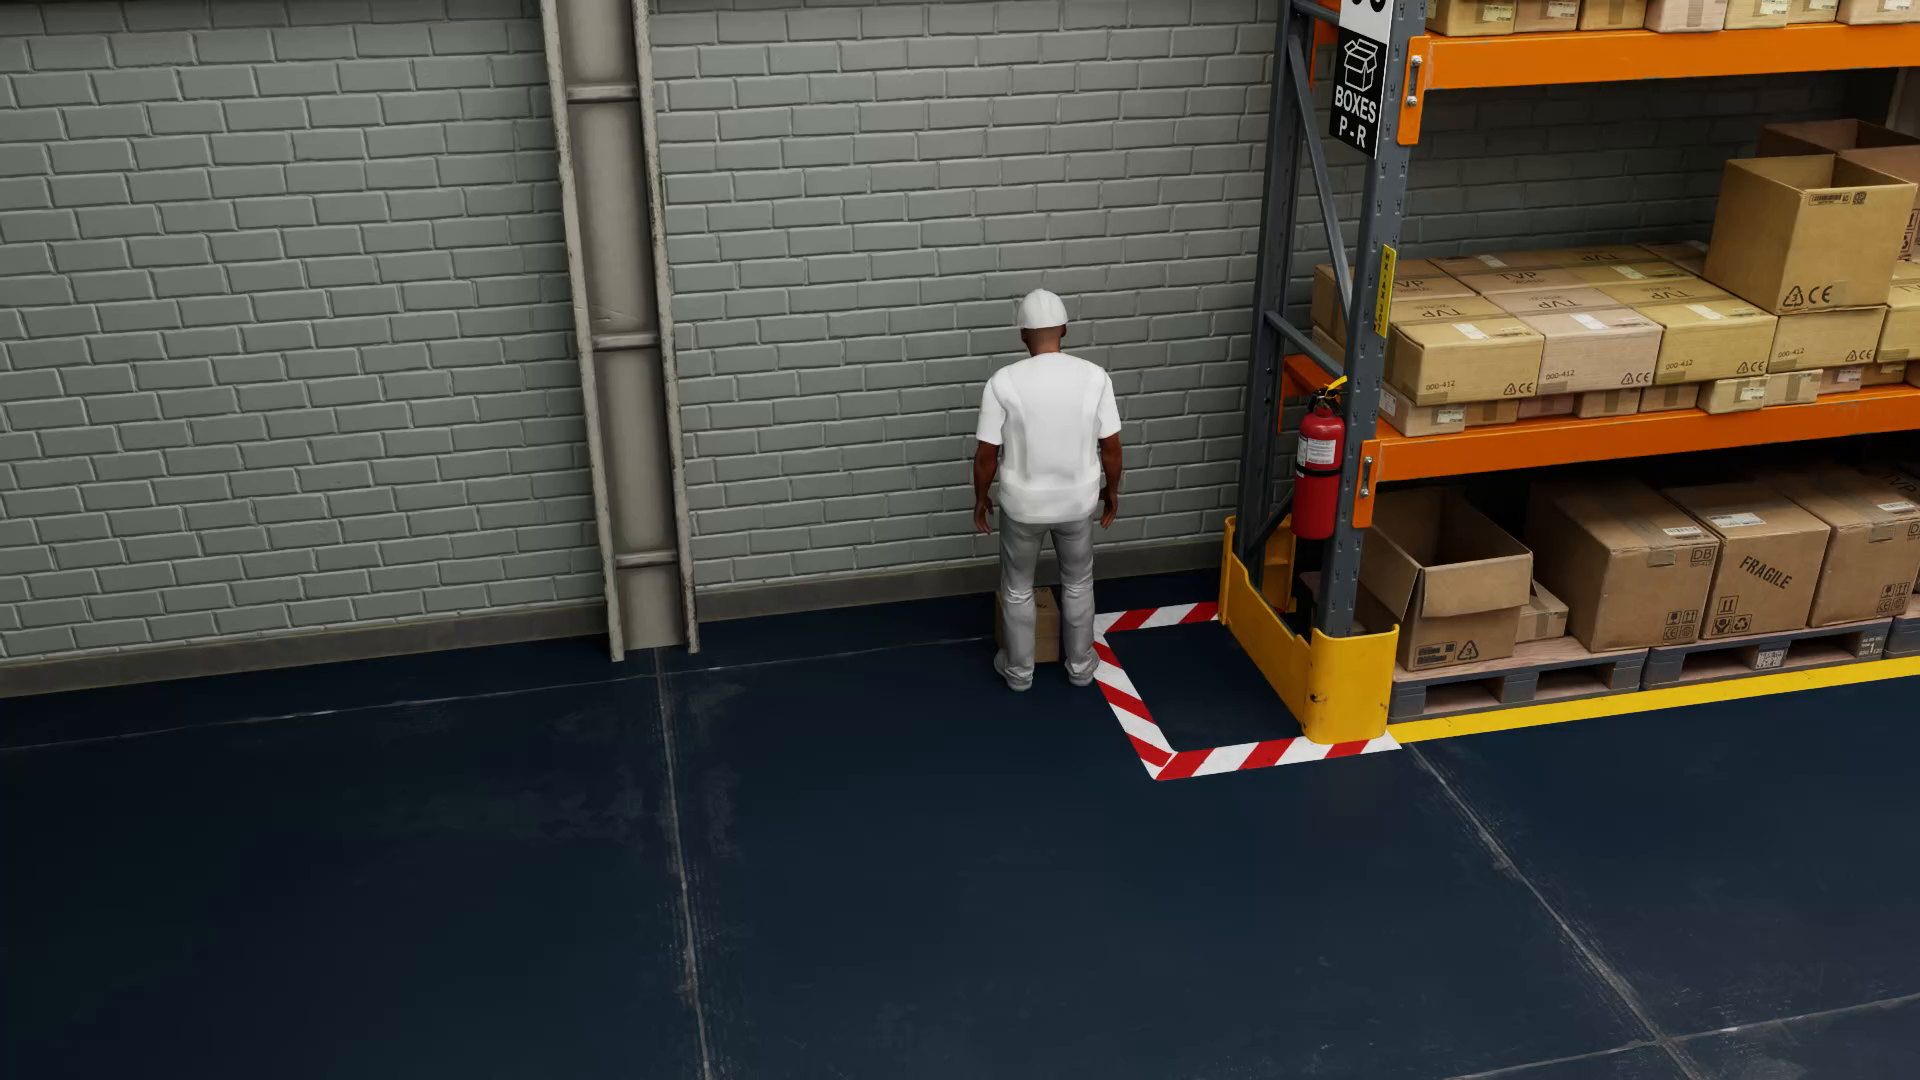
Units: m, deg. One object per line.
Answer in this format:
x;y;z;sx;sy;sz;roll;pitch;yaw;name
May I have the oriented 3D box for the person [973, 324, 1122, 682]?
0.360;-0.197;6.963;0.625;1.661;0.357;-3;27;-6;person
